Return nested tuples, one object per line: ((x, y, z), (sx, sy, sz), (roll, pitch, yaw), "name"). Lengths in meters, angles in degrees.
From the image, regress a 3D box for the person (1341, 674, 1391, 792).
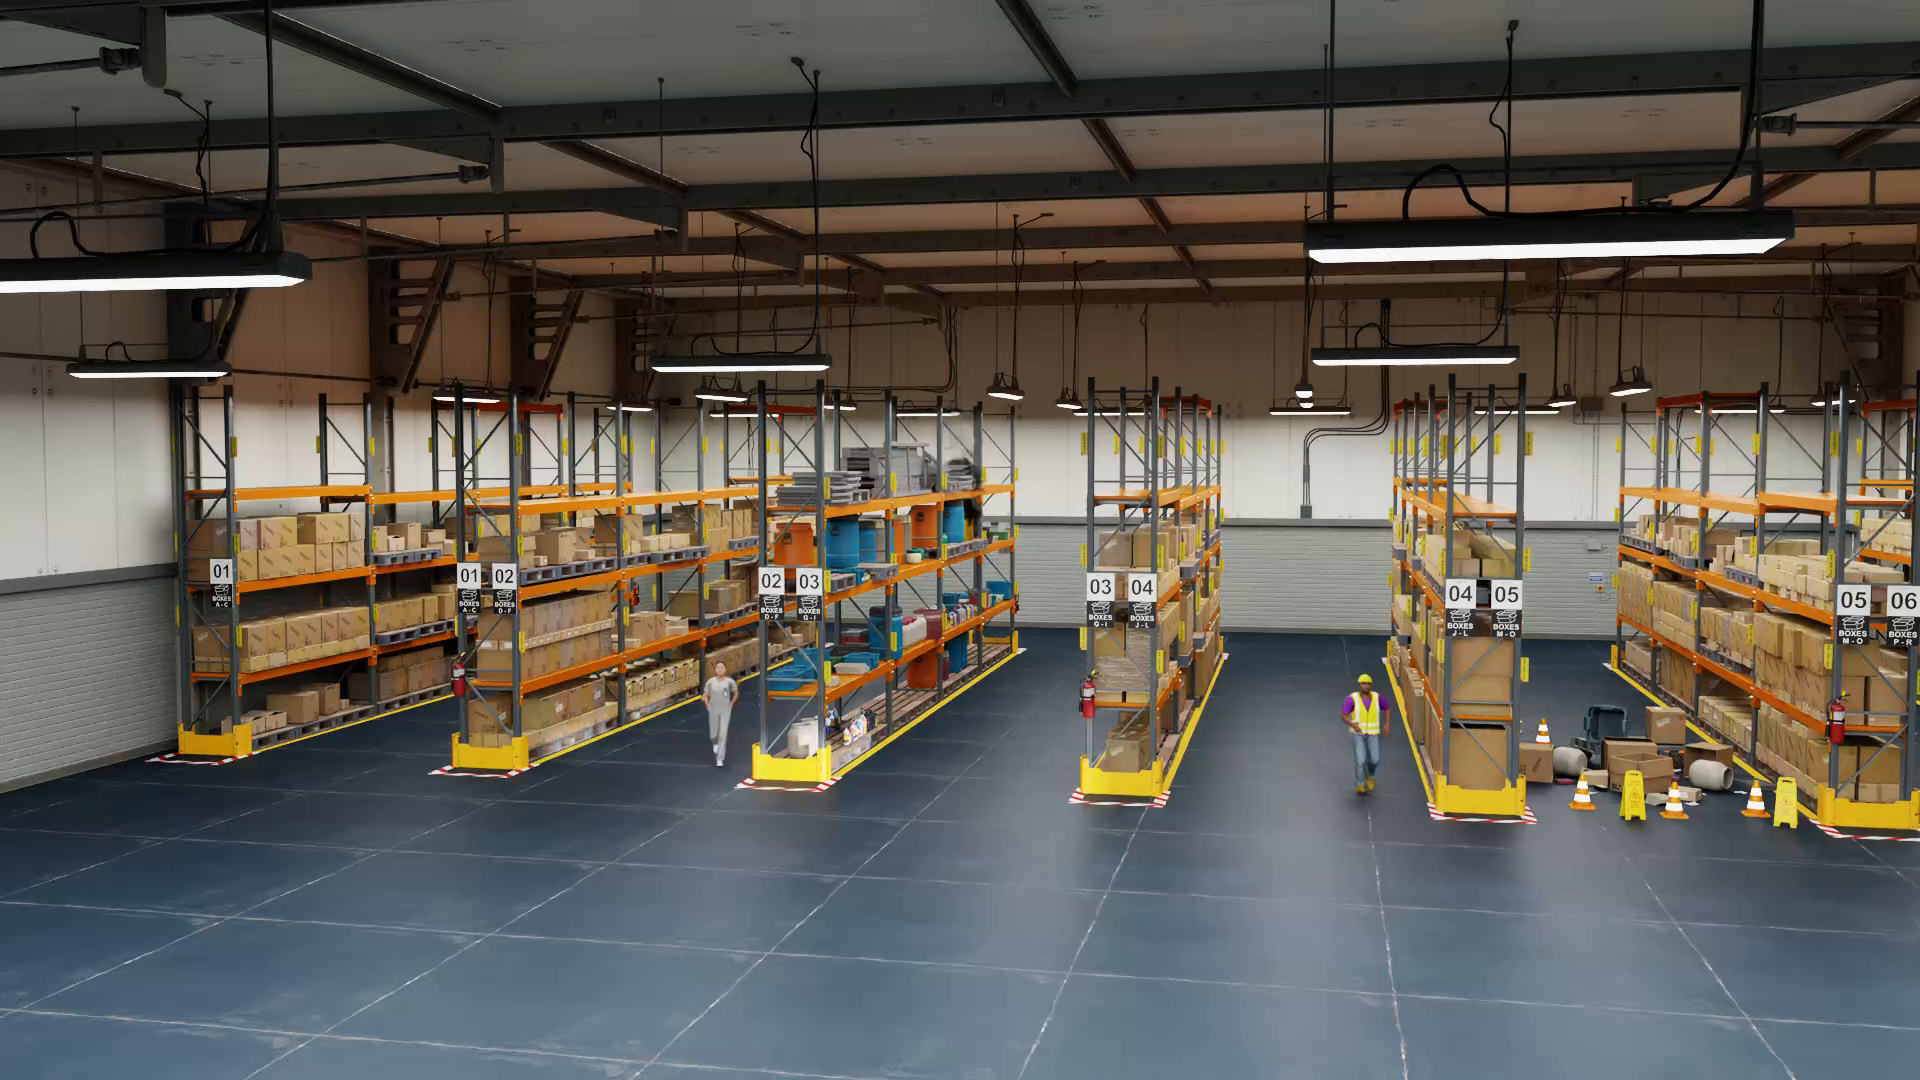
((5.849, 2.789, 23.891), (0.740, 1.719, 0.591), (0, 3, 3), "person")

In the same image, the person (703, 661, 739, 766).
((-3.776, 2.716, 26.225), (0.564, 1.619, 0.768), (0, 3, -6), "person")

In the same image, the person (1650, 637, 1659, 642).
((16.158, 2.049, 38.595), (0.726, 1.684, 0.695), (-3, 4, -38), "person")
